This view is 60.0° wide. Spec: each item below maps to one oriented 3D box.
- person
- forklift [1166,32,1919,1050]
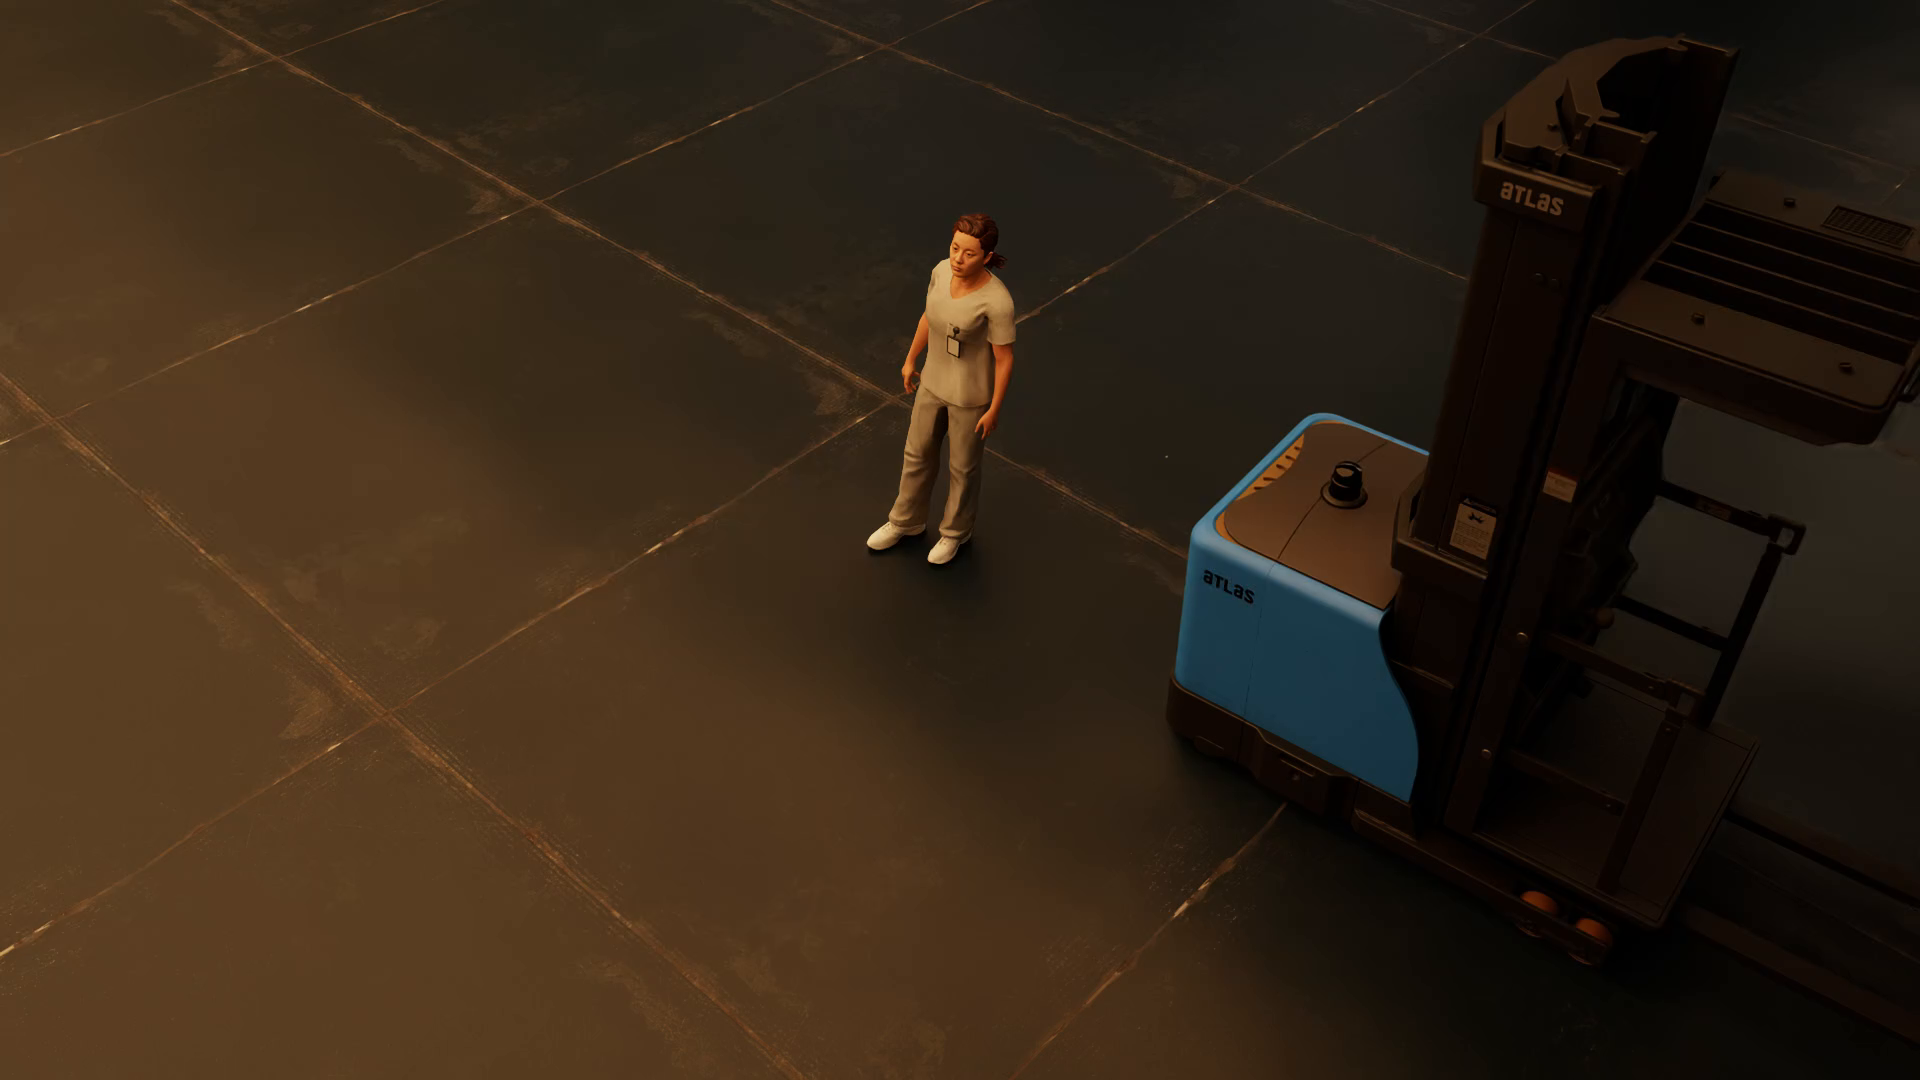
[{"bbox_3d":[-0.060,-0.613,7.095,0.549,1.675,0.549,31,49,31],"label":"person"},{"bbox_3d":[2.311,0.002,5.426,3.031,2.935,1.130,27,47,28],"label":"forklift"}]
